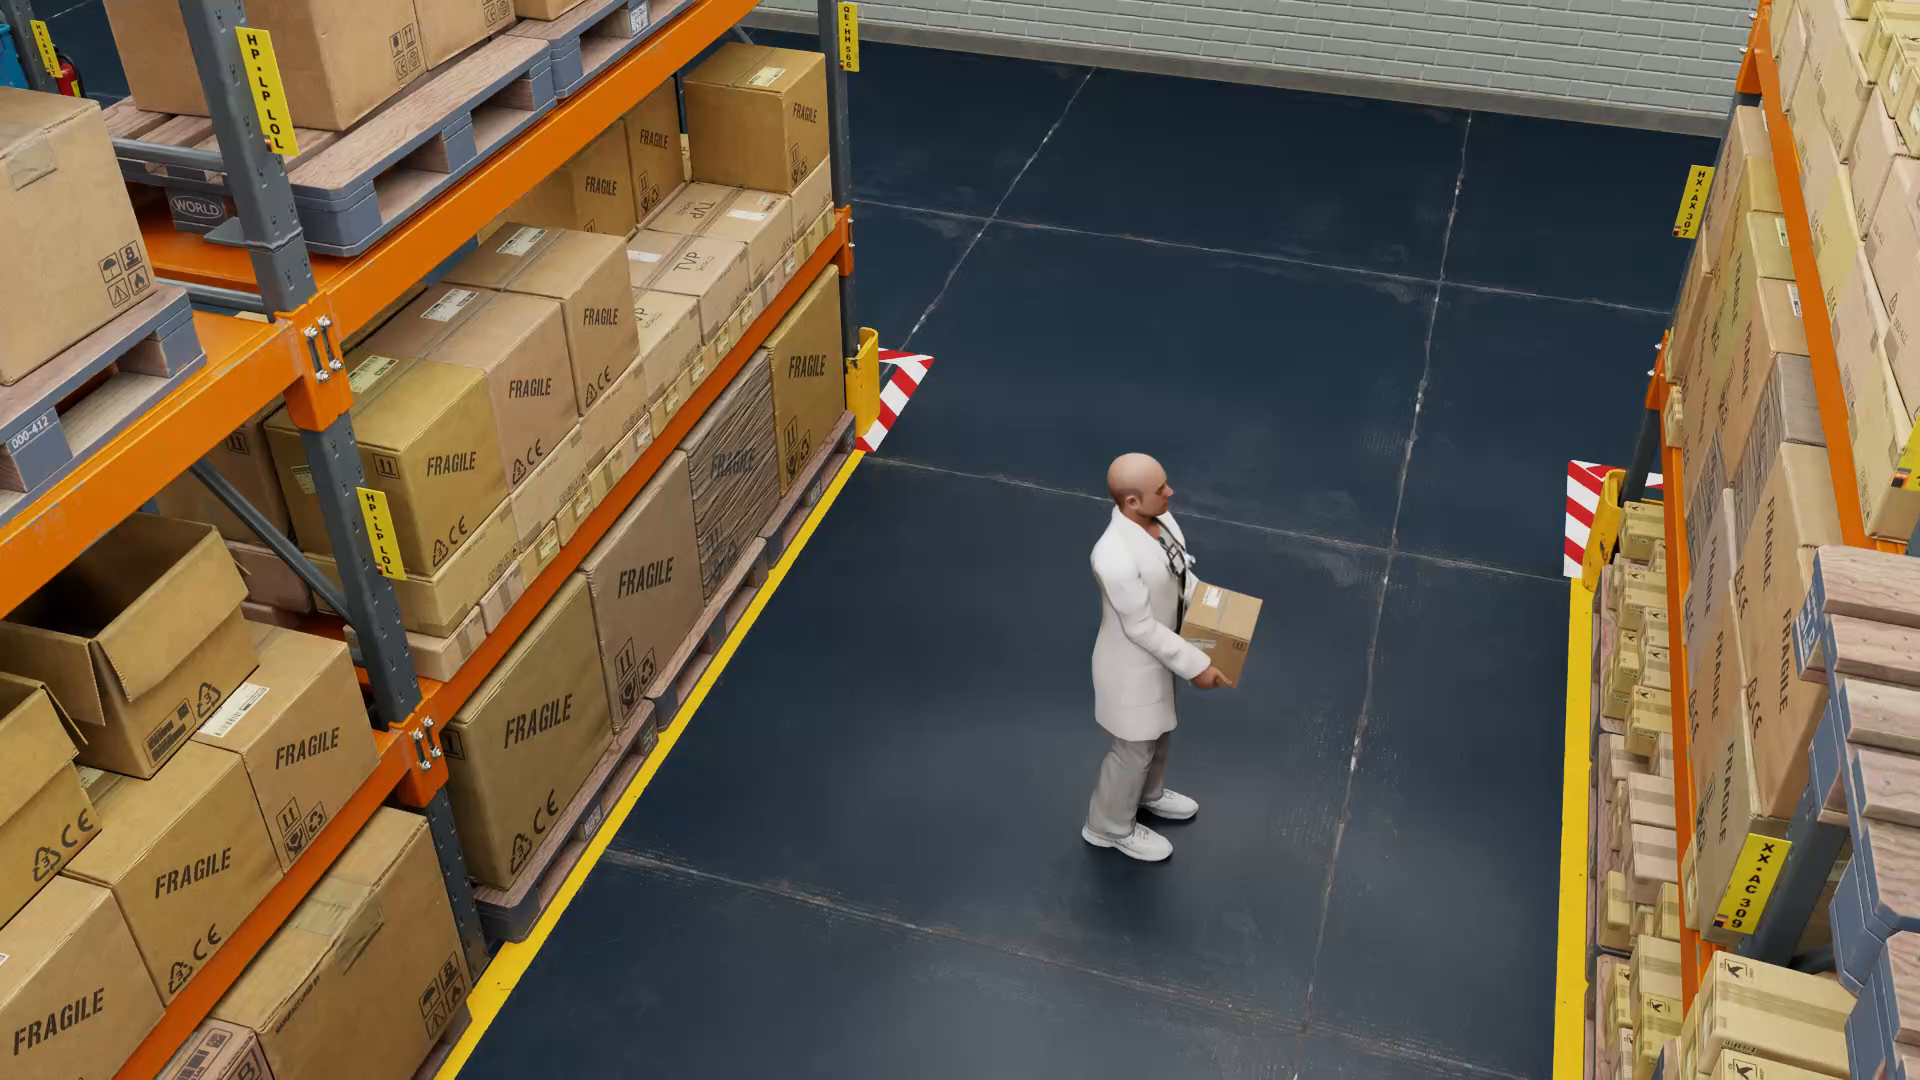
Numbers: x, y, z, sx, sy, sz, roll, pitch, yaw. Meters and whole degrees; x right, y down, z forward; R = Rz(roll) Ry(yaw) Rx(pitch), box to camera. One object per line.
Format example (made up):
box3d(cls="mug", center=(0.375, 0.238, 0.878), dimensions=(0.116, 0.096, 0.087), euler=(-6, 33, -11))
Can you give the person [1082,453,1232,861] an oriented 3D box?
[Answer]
box3d(cls="person", center=(0.775, 0.459, 6.292), dimensions=(0.551, 1.772, 0.529), euler=(11, 38, 15))
